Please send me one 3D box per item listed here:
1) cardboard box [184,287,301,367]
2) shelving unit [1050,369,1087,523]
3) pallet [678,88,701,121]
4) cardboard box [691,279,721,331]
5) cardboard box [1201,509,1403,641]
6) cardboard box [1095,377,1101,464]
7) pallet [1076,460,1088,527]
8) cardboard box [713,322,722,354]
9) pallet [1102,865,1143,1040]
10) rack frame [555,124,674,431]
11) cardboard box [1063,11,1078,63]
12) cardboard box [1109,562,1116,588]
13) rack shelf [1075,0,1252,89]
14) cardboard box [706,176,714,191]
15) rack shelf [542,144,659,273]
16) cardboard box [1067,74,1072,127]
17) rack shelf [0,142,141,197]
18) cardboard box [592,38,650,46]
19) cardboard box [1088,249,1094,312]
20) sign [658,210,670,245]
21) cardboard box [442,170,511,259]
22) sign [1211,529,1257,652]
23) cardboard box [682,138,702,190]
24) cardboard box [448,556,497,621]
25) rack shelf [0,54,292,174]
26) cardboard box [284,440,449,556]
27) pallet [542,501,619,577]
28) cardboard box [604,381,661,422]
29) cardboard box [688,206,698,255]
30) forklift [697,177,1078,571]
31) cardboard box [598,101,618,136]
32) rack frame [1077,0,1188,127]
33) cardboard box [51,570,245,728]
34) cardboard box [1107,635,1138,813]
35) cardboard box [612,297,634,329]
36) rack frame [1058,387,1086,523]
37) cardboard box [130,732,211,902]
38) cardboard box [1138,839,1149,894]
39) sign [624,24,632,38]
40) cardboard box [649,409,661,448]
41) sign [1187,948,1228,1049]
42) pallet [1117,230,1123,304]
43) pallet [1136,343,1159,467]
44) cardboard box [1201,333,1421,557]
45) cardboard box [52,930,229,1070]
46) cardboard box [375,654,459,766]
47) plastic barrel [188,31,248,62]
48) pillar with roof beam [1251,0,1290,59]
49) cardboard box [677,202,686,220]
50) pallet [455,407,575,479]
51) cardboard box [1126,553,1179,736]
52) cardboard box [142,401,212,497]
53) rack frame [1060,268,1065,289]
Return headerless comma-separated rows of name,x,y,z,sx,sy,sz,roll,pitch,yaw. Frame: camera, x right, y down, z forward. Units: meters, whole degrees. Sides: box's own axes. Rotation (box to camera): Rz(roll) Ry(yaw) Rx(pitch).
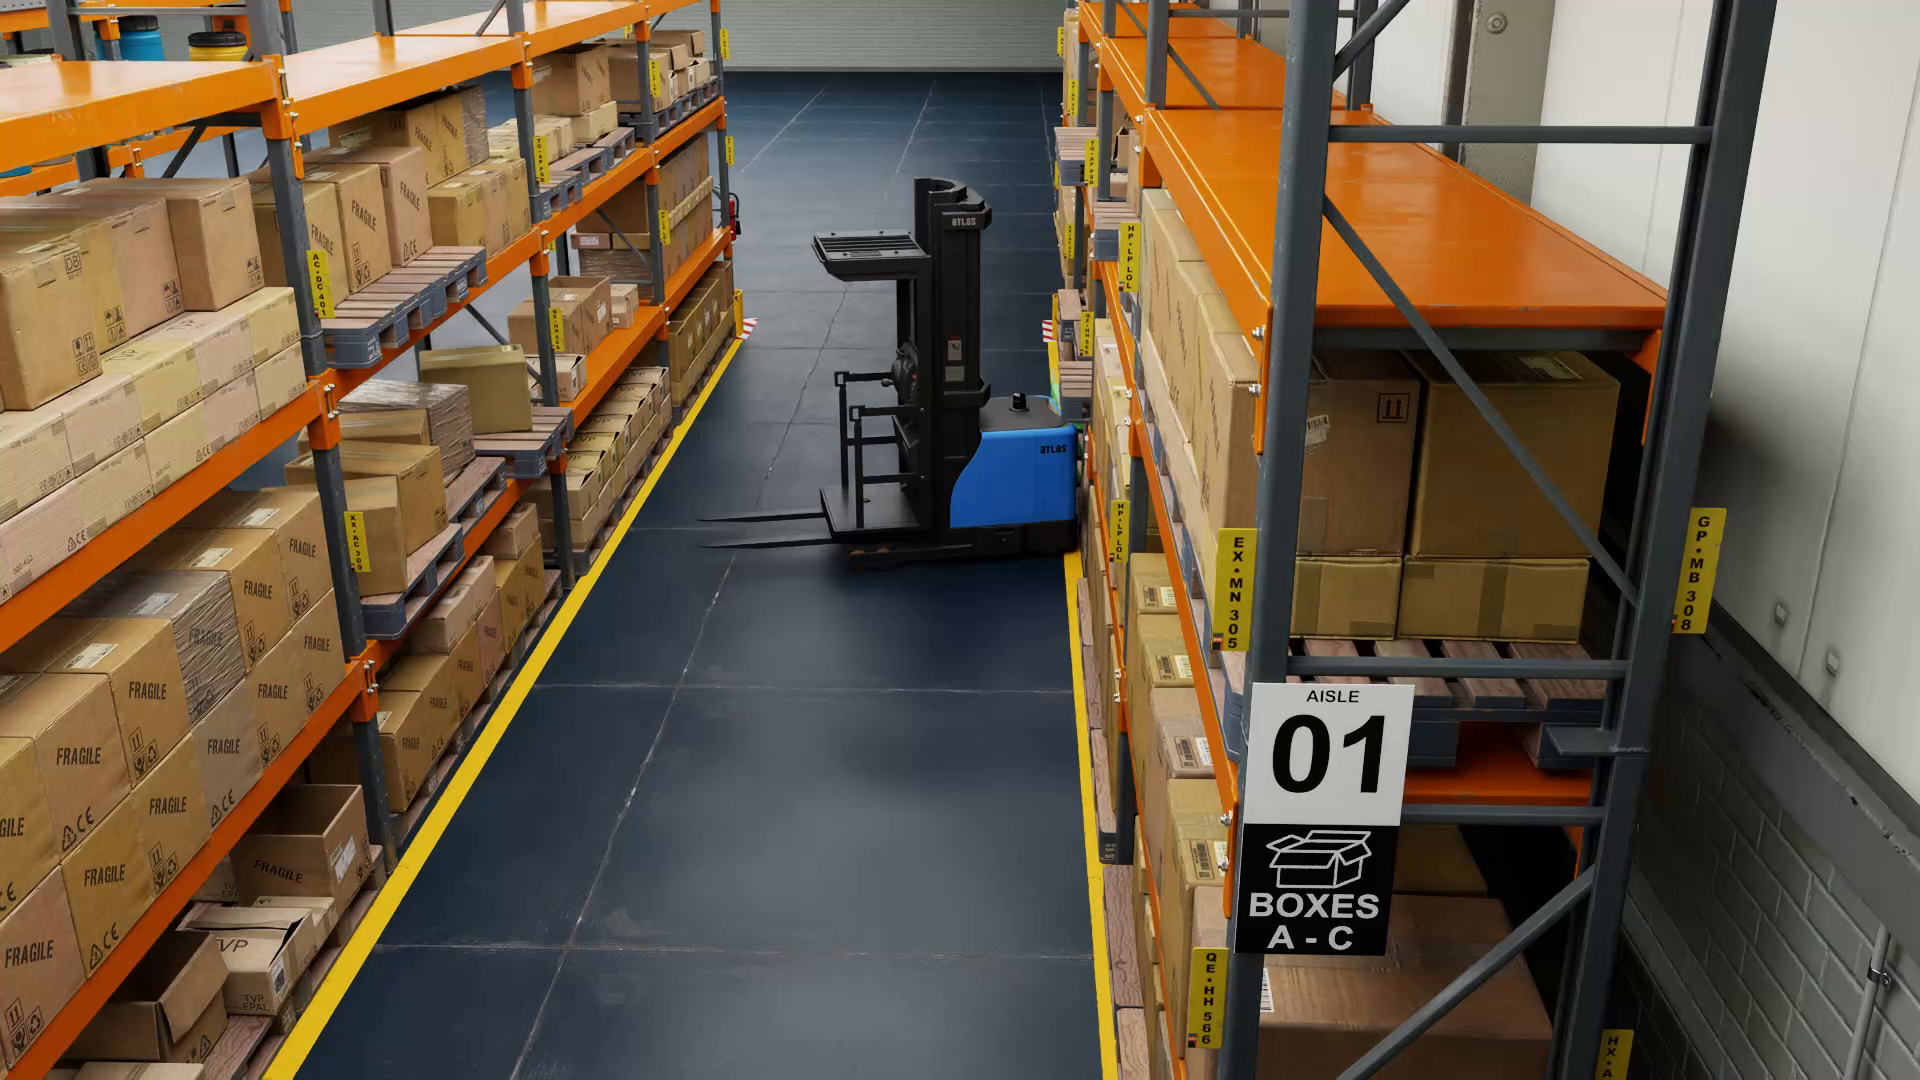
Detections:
cardboard box,-3.354,-0.972,7.550,0.500,0.250,0.500,1,21,2
shelving unit,0.902,-0.796,14.034,0.258,1.200,0.503,0,24,-3
pallet,-3.327,-4.587,17.474,1.003,0.211,1.213,1,21,2
cardboard box,-2.980,-2.632,18.644,0.500,0.500,0.500,1,21,2
cardboard box,0.976,0.072,4.832,0.500,0.250,0.500,1,21,3
cardboard box,1.167,-0.815,11.198,0.500,0.500,0.500,1,21,3
pallet,1.528,-0.405,14.573,1.003,0.211,1.213,1,21,2
cardboard box,-2.983,-2.283,18.780,0.500,0.250,0.500,1,21,2
pallet,1.240,2.038,8.277,1.003,0.211,1.213,1,21,2
rack frame,-3.367,-2.482,16.071,1.000,3.000,0.127,1,21,2
cardboard box,1.386,-5.478,18.098,0.500,0.500,0.500,0,21,1
cardboard box,1.055,0.166,9.568,0.380,0.149,0.250,1,21,2
rack shelf,1.524,-3.980,13.188,1.077,0.370,4.000,1,21,2
cardboard box,-3.067,-4.137,19.302,0.380,0.149,0.250,0,21,1
rack shelf,-3.428,-2.821,13.795,1.077,0.370,4.000,1,21,2
cardboard box,1.360,-4.452,16.836,0.500,0.500,0.500,0,21,0
rack shelf,-8.379,-2.877,13.939,1.077,0.370,4.000,1,21,2
cardboard box,-3.569,-5.036,17.597,0.500,0.500,0.500,1,21,2
cardboard box,1.511,-2.294,14.843,0.700,0.500,0.500,3,21,7
sign,-2.824,-2.982,15.870,0.100,0.325,0.005,1,21,2
cardboard box,-3.484,-2.138,10.900,0.910,0.500,0.500,1,21,2
sign,0.677,0.125,4.092,0.100,0.325,0.005,1,21,2
cardboard box,-3.285,-4.201,18.572,0.700,0.500,0.500,0,21,0
cardboard box,-3.307,0.306,10.696,0.500,0.250,0.500,0,21,1
rack shelf,-3.671,-1.326,5.798,1.077,0.370,4.000,1,21,2
cardboard box,-3.415,-0.250,9.600,0.700,0.500,0.500,4,22,10
pallet,-3.425,-0.032,13.614,1.003,0.211,1.213,1,21,2
cardboard box,-3.102,-1.319,15.521,0.500,0.311,0.500,1,21,3
cardboard box,-3.304,-3.436,18.394,0.700,0.500,0.500,1,21,2
forklift,-0.616,-1.325,13.185,3.031,2.935,1.130,-4,22,-10
cardboard box,-3.395,-3.783,14.906,0.500,0.250,0.500,3,21,7
rack frame,1.584,-5.225,14.849,1.000,3.000,0.127,1,21,2
cardboard box,-3.395,0.451,6.992,0.500,0.500,0.500,1,21,2
cardboard box,1.231,1.034,9.402,0.750,0.750,0.750,1,21,2
cardboard box,-3.210,-2.099,15.271,0.396,0.266,0.258,0,21,0
rack frame,0.915,-0.698,13.811,0.240,1.200,0.015,0,24,-3
cardboard box,-3.410,1.104,6.691,0.500,0.500,0.500,1,21,2
cardboard box,1.023,1.522,7.730,0.380,0.149,0.250,1,21,3
sign,-3.800,-5.779,19.105,0.100,0.325,0.005,1,21,2
cardboard box,-3.107,-1.059,15.627,0.500,0.250,0.500,0,21,1
sign,0.677,1.249,4.528,0.100,0.325,0.005,1,21,2
pallet,1.465,-1.655,10.055,1.003,0.211,1.213,2,21,4
pallet,1.306,-0.597,7.191,1.003,0.211,1.213,1,21,2
cardboard box,0.969,-0.278,4.697,0.500,0.500,0.500,1,21,1
cardboard box,-3.662,2.049,7.237,0.797,0.503,0.637,1,21,2
cardboard box,-3.347,1.006,9.930,0.500,0.500,0.500,1,21,2
plastic barrel,-8.104,-5.252,18.224,0.600,0.588,0.600,0,21,0
pillar with roof beam,-1.936,-4.287,12.430,9.100,9.000,0.400,1,21,2
cardboard box,-3.122,-3.486,17.624,0.380,0.149,0.250,0,21,1
pallet,-3.439,-0.700,11.745,1.213,0.211,1.003,1,21,2
cardboard box,1.308,0.520,7.920,0.980,0.700,0.700,1,21,2
cardboard box,-3.392,-0.377,6.708,0.500,0.250,0.500,1,21,2
rack frame,1.706,-3.875,19.662,1.000,3.000,0.127,1,21,2
